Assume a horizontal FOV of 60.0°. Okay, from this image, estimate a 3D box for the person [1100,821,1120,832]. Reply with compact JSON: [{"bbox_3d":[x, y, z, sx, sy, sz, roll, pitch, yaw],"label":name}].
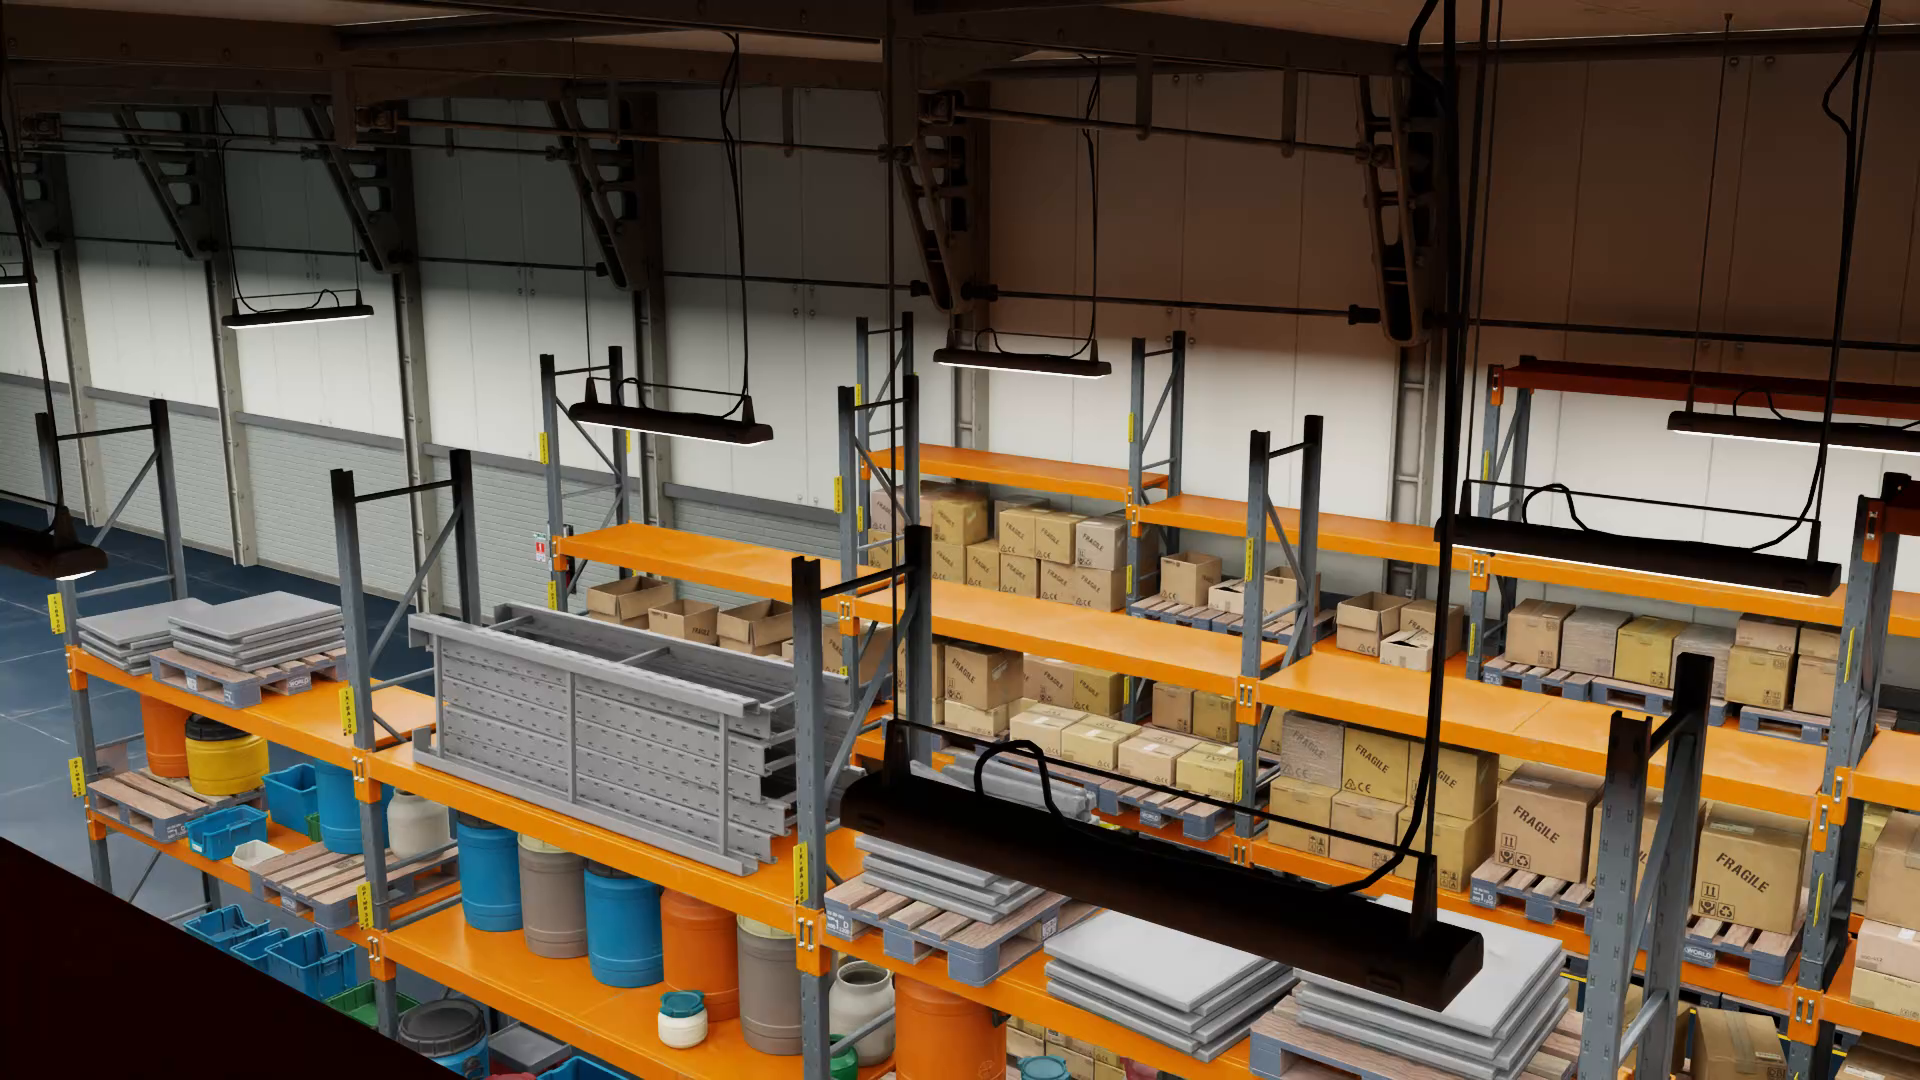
[{"bbox_3d":[1.490,3.117,17.932,0.487,1.760,0.610,9,16,33],"label":"person"}]
